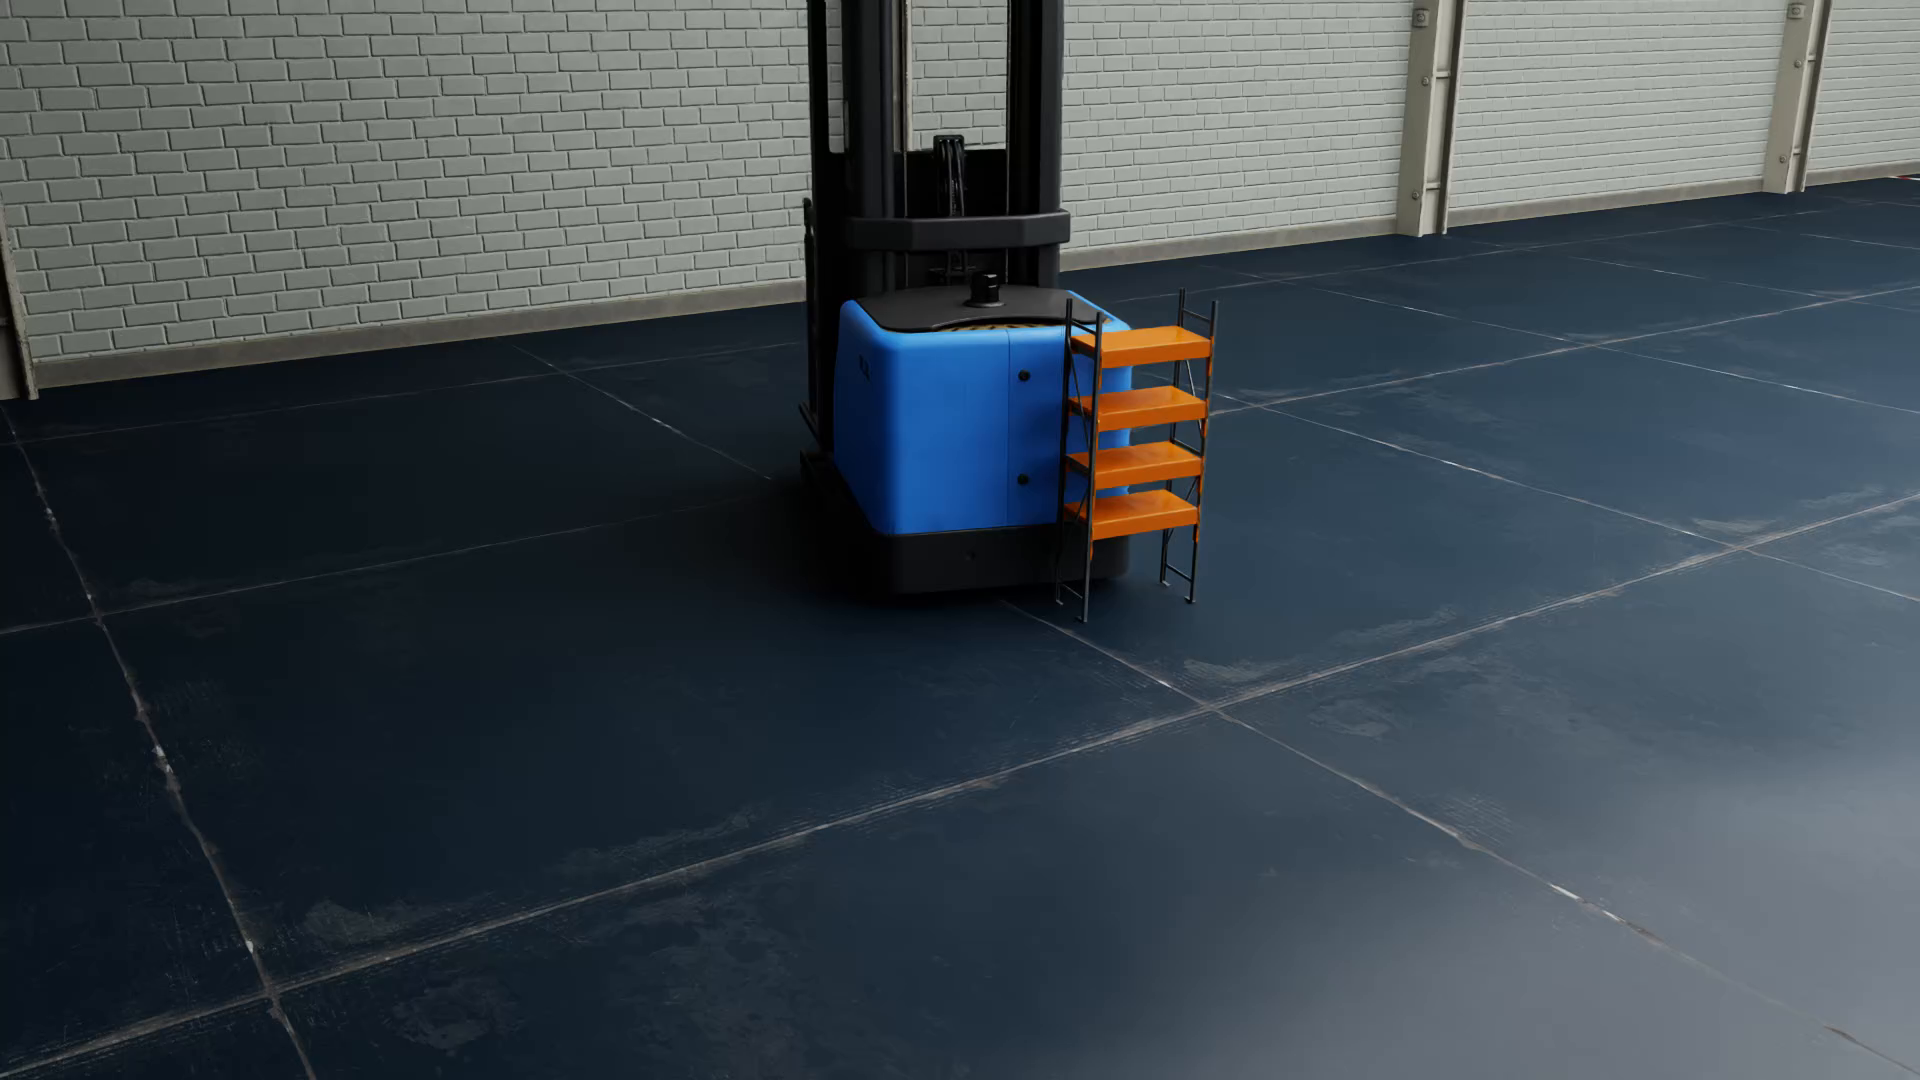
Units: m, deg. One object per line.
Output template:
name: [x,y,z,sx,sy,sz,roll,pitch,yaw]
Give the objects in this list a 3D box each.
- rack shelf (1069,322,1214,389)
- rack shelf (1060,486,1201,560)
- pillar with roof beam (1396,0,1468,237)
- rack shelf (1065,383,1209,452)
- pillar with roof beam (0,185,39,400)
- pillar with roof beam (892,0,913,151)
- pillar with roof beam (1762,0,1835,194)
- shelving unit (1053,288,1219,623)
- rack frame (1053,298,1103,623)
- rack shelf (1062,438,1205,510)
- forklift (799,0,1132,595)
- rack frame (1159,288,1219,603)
rack shelf: [0.663,-0.684,6.151,0.480,0.148,0.258,-9,23,-24]
rack shelf: [0.650,-0.070,6.389,0.480,0.148,0.258,-9,23,-24]
pillar with roof beam: [6.781,-6.053,11.099,0.400,9.000,9.100,-12,22,-31]
rack shelf: [0.658,-0.464,6.236,0.480,0.148,0.258,-9,23,-24]
pillar with roof beam: [-3.241,-3.939,4.847,0.400,9.000,9.100,-12,22,-31]
pillar with roof beam: [1.770,-4.996,7.973,0.400,9.000,9.100,-12,22,-31]
pillar with roof beam: [11.792,-7.110,14.225,0.400,9.000,9.100,-12,22,-31]
shelving unit: [0.655,-0.318,6.293,0.503,1.200,0.258,-9,23,-24]
rack frame: [0.435,-0.284,6.192,0.015,1.200,0.240,-9,23,-24]
rack shelf: [0.654,-0.255,6.317,0.480,0.148,0.258,-9,23,-24]
forklift: [-0.154,-1.613,7.440,1.130,2.935,3.031,-4,19,-12]
rack frame: [0.875,-0.352,6.393,0.015,1.200,0.240,-9,23,-24]
